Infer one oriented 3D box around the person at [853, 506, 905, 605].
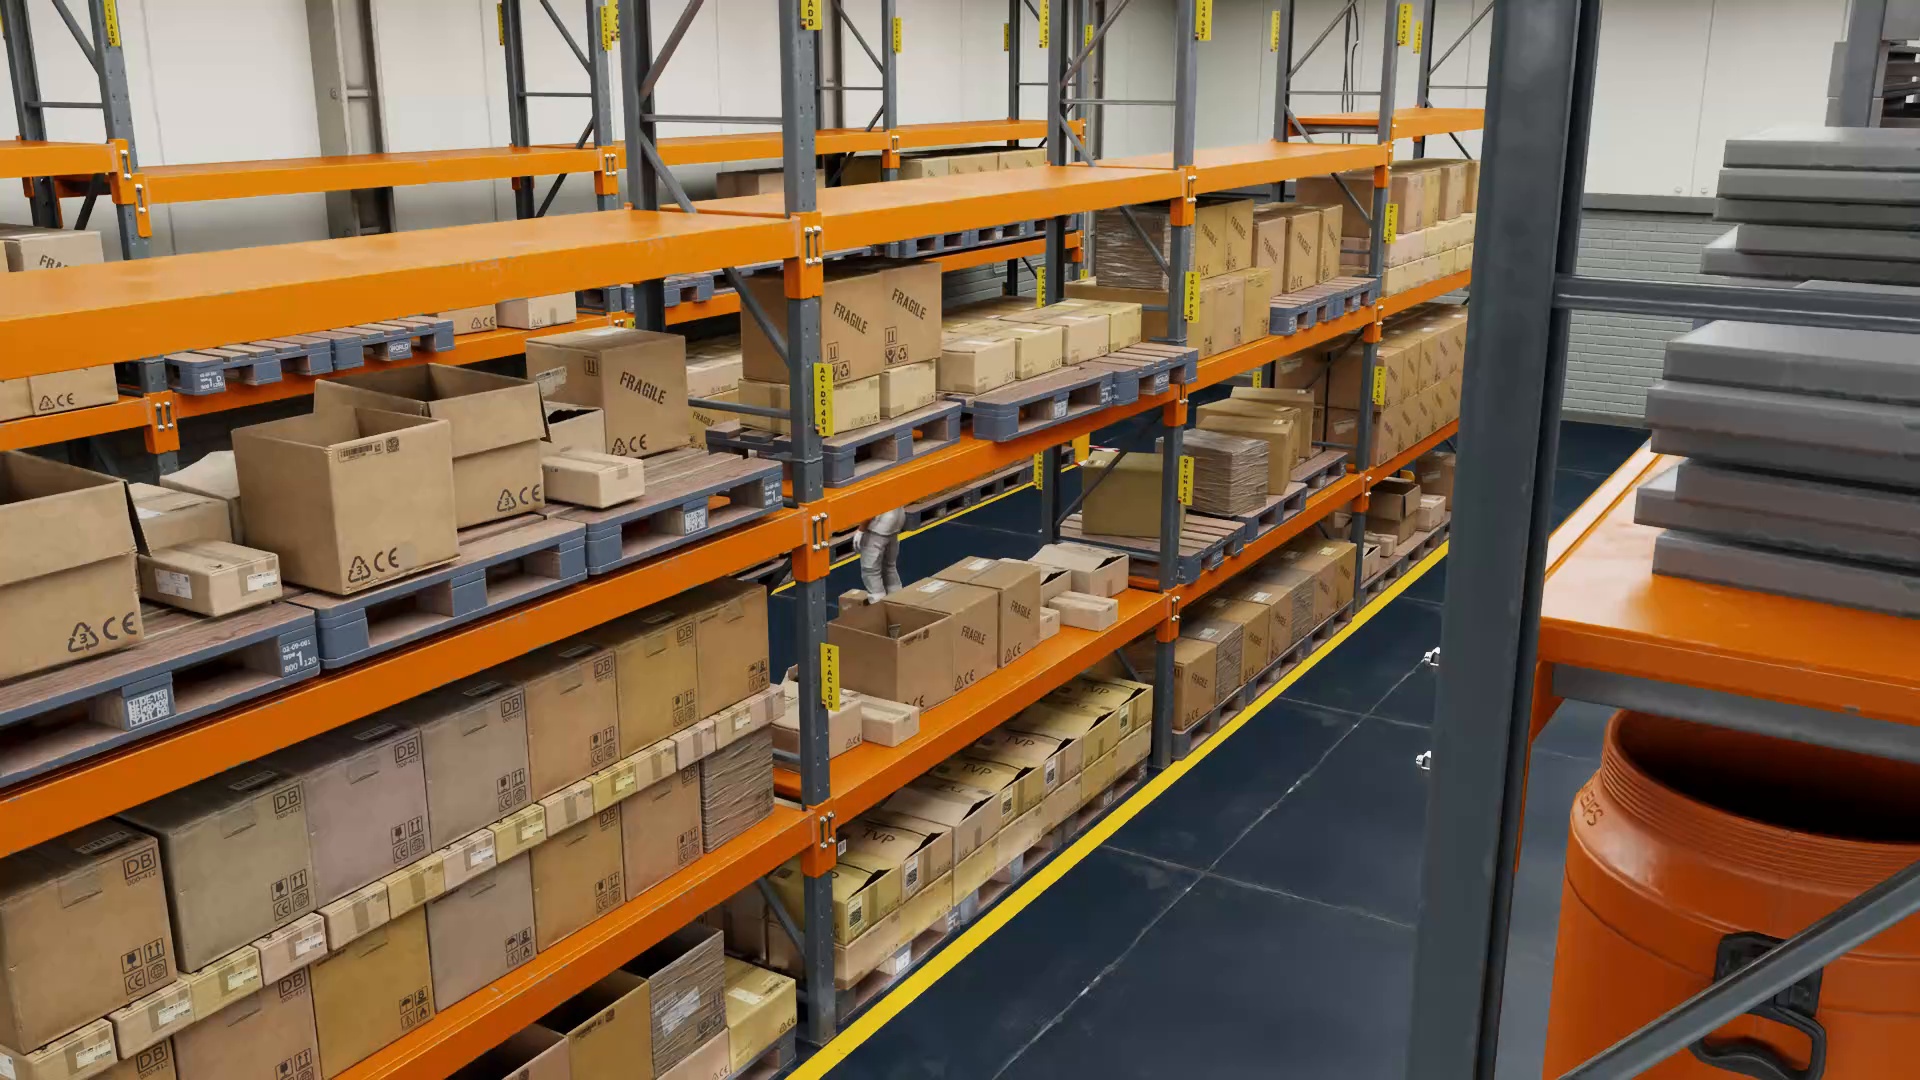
[{"bbox_3d":[-0.714,-0.098,14.344,0.445,1.781,0.621,9,18,28],"label":"person"}]
